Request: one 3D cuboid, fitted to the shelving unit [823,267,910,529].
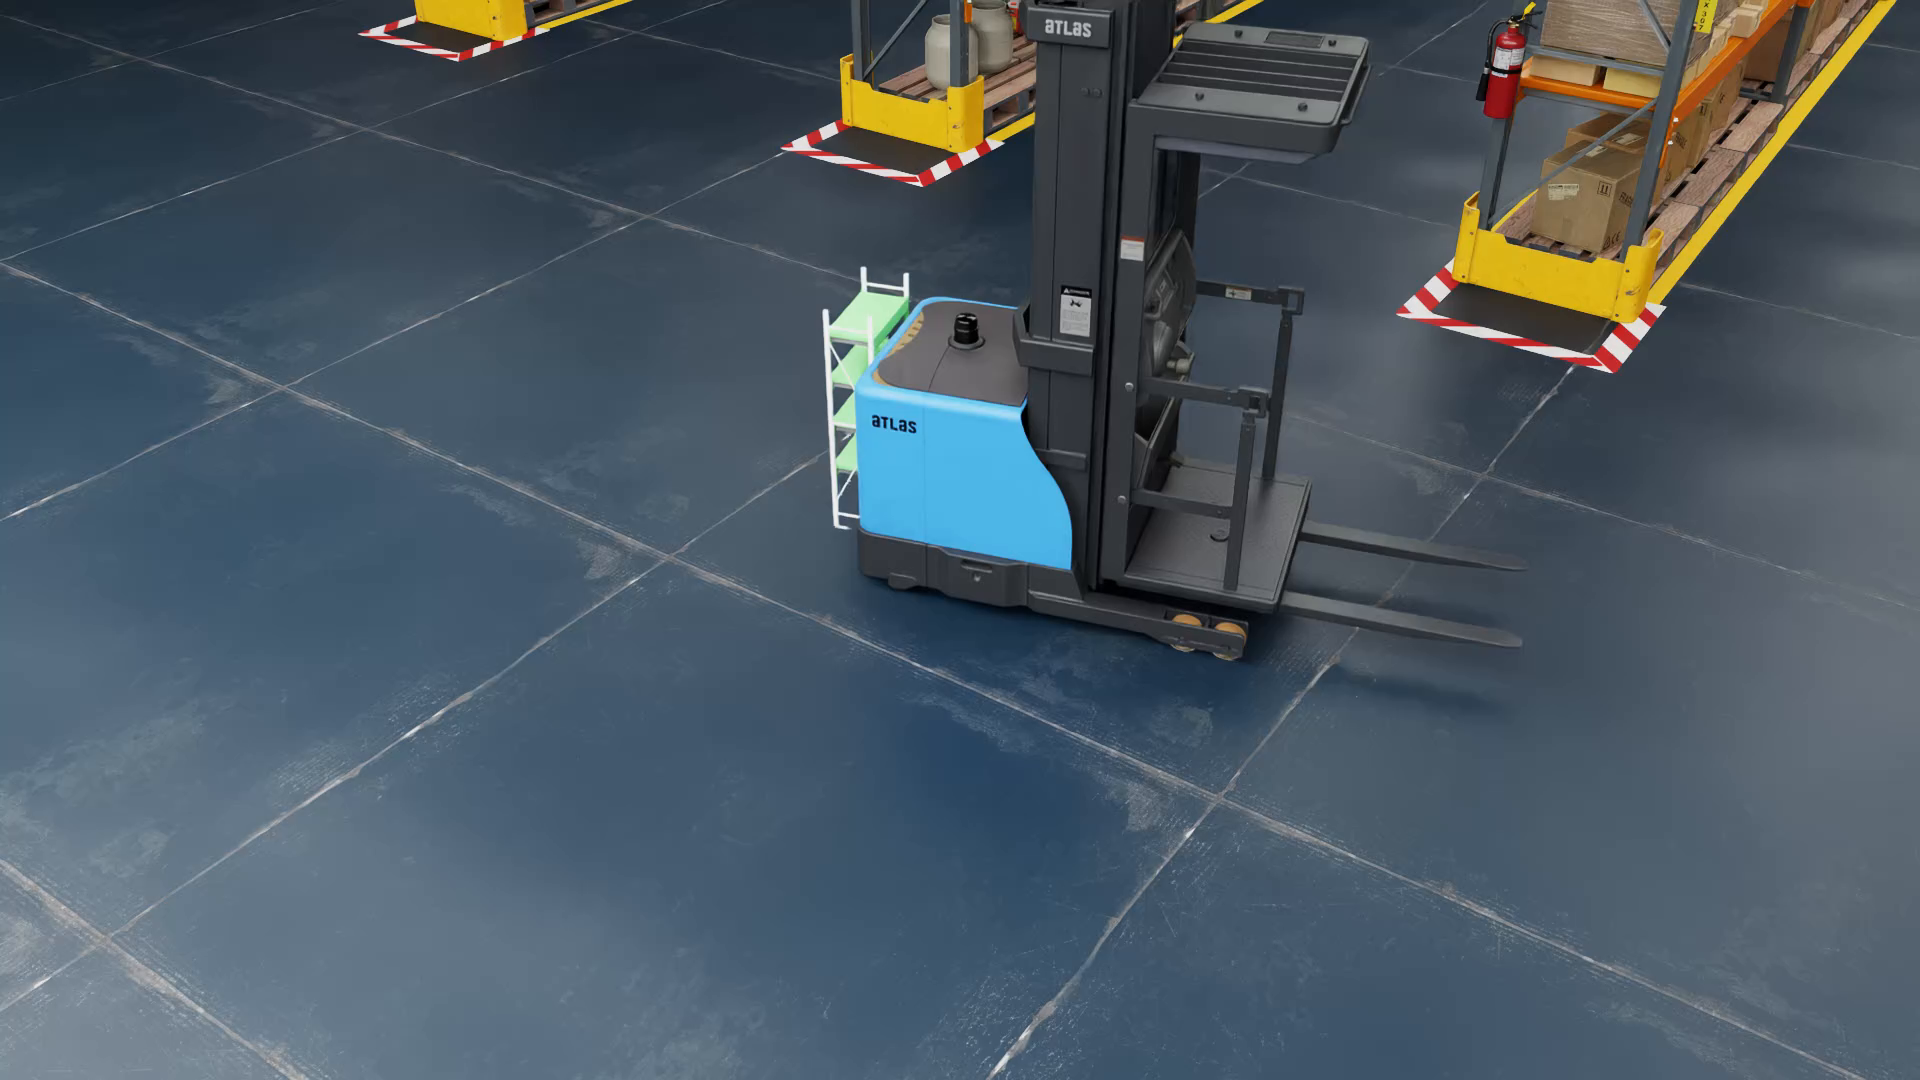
[{"bbox_3d":[-0.439,-0.674,8.176,0.258,1.200,0.503,10,35,15],"label":"shelving unit"}]

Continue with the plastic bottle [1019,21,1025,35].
[{"bbox_3d":[0.563,-4.487,14.240,0.061,0.283,0.133,21,39,28],"label":"plastic bottle"}]

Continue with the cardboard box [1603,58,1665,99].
[{"bbox_3d":[4.049,-2.741,9.849,0.380,0.149,0.250,21,39,28],"label":"cardboard box"}]

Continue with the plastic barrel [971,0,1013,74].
[{"bbox_3d":[0.220,-4.073,13.441,0.421,0.512,0.421,0,34,0],"label":"plastic barrel"}]

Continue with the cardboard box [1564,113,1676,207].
[{"bbox_3d":[4.373,-2.496,11.120,0.500,0.500,0.500,-25,41,-32],"label":"cardboard box"}]

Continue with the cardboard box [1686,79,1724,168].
[{"bbox_3d":[5.101,-3.021,11.896,0.500,0.500,0.500,18,38,24],"label":"cardboard box"}]

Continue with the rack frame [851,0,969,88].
[{"bbox_3d":[-0.378,-4.372,12.037,1.000,3.000,0.127,21,39,28],"label":"rack frame"}]

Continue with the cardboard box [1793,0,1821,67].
[{"bbox_3d":[6.627,-4.266,13.720,0.700,0.500,0.500,21,39,28],"label":"cardboard box"}]

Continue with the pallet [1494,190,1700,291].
[{"bbox_3d":[4.226,-2.032,11.067,1.003,0.211,1.213,21,39,28],"label":"pallet"}]

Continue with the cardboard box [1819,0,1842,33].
[{"bbox_3d":[7.263,-4.781,14.481,0.700,0.500,0.500,25,41,32],"label":"cardboard box"}]

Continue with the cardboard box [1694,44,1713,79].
[{"bbox_3d":[4.362,-2.960,10.173,0.380,0.149,0.250,21,39,28],"label":"cardboard box"}]

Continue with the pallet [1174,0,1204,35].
[{"bbox_3d":[1.485,-4.762,15.103,1.003,0.211,1.213,21,39,28],"label":"pallet"}]

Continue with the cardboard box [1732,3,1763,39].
[{"bbox_3d":[4.984,-3.400,10.824,0.380,0.149,0.250,21,39,28],"label":"cardboard box"}]

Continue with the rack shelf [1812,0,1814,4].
[{"bbox_3d":[7.112,-5.253,13.982,1.077,0.370,4.000,21,39,28],"label":"rack shelf"}]

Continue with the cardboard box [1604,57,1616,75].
[{"bbox_3d":[3.827,-2.998,10.229,0.380,0.149,0.250,21,39,28],"label":"cardboard box"}]

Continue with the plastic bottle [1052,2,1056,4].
[{"bbox_3d":[0.887,-4.709,14.575,0.152,0.276,0.135,21,39,28],"label":"plastic bottle"}]

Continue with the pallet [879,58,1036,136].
[{"bbox_3d":[0.094,-3.639,13.442,1.003,0.211,1.213,21,39,28],"label":"pallet"}]

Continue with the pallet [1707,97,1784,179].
[{"bbox_3d":[5.617,-3.155,12.727,1.003,0.211,1.213,21,39,28],"label":"pallet"}]

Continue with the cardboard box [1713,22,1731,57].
[{"bbox_3d":[4.636,-3.194,10.520,0.380,0.149,0.250,21,39,28],"label":"cardboard box"}]

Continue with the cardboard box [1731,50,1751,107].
[{"bbox_3d":[5.710,-3.598,12.749,0.500,0.500,0.500,20,39,27],"label":"cardboard box"}]

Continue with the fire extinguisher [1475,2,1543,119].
[{"bbox_3d":[3.247,-2.852,9.859,0.296,0.674,0.183,21,39,28],"label":"fire extinguisher"}]

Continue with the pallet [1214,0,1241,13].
[{"bbox_3d":[2.318,-5.431,16.093,1.003,0.211,1.213,21,39,28],"label":"pallet"}]

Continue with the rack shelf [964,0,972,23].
[{"bbox_3d":[0.762,-4.994,13.599,1.077,0.370,4.000,21,39,28],"label":"rack shelf"}]

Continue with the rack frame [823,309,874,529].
[{"bbox_3d":[-0.516,-0.544,7.984,0.240,1.200,0.015,10,35,15],"label":"rack frame"}]

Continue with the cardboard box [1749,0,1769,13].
[{"bbox_3d":[5.223,-3.648,11.191,0.380,0.149,0.250,21,39,28],"label":"cardboard box"}]

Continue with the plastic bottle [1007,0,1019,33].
[{"bbox_3d":[0.475,-4.518,14.292,0.152,0.276,0.135,22,40,29],"label":"plastic bottle"}]

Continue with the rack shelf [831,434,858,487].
[{"bbox_3d":[-0.439,-0.422,8.346,0.258,0.148,0.480,10,35,15],"label":"rack shelf"}]

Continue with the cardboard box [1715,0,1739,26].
[{"bbox_3d":[4.534,-3.683,10.664,0.875,0.500,0.500,21,39,28],"label":"cardboard box"}]

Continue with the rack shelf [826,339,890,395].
[{"bbox_3d":[-0.439,-0.820,8.077,0.258,0.148,0.480,10,35,15],"label":"rack shelf"}]

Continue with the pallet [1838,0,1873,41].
[{"bbox_3d":[7.805,-4.957,15.392,1.003,0.211,1.213,21,39,28],"label":"pallet"}]

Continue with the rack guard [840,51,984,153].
[{"bbox_3d":[-0.374,-3.386,12.811,1.175,0.500,0.348,21,39,28],"label":"rack guard"}]

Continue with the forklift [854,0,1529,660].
[{"bbox_3d":[1.089,-1.012,7.130,3.031,2.935,1.130,10,35,15],"label":"forklift"}]

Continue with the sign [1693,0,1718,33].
[{"bbox_3d":[4.136,-2.975,9.199,0.100,0.325,0.005,21,39,28],"label":"sign"}]

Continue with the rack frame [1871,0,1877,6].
[{"bbox_3d":[8.252,-6.471,15.142,1.000,3.000,0.127,21,39,28],"label":"rack frame"}]

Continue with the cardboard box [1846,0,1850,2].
[{"bbox_3d":[7.887,-5.303,15.253,0.700,0.500,0.500,19,38,26],"label":"cardboard box"}]
